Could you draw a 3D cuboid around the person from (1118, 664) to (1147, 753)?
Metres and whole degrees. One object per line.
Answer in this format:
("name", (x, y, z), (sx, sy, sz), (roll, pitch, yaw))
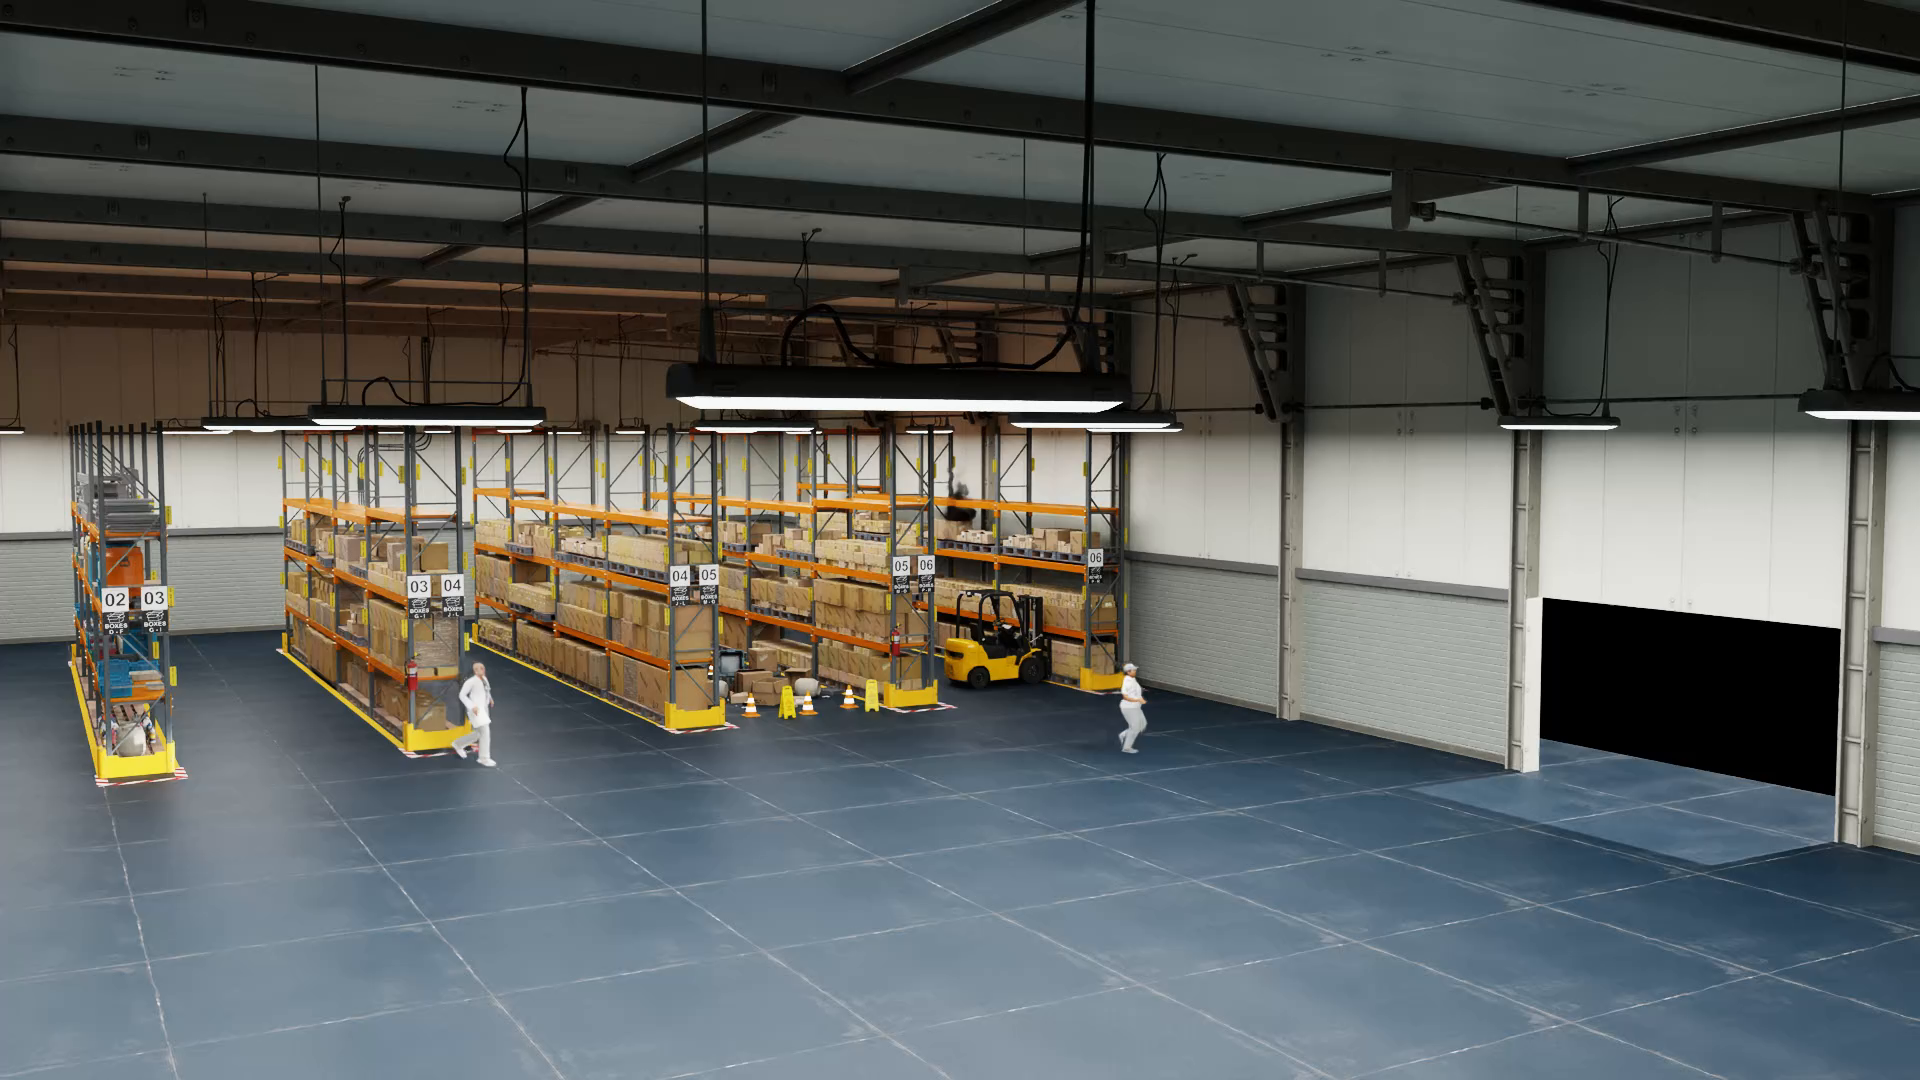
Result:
("person", (3.141, 3.047, 30.148), (0.540, 1.620, 0.600), (1, 4, 17))

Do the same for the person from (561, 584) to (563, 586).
("person", (-11.102, 2.025, 46.817), (0.530, 1.636, 0.793), (-3, 5, -45))

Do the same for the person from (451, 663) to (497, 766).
("person", (-8.518, 3.043, 29.153), (0.889, 1.801, 0.722), (1, 4, 10))

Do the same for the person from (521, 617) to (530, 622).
("person", (-12.553, 1.832, 48.510), (0.701, 1.785, 0.641), (-3, 5, -44))
